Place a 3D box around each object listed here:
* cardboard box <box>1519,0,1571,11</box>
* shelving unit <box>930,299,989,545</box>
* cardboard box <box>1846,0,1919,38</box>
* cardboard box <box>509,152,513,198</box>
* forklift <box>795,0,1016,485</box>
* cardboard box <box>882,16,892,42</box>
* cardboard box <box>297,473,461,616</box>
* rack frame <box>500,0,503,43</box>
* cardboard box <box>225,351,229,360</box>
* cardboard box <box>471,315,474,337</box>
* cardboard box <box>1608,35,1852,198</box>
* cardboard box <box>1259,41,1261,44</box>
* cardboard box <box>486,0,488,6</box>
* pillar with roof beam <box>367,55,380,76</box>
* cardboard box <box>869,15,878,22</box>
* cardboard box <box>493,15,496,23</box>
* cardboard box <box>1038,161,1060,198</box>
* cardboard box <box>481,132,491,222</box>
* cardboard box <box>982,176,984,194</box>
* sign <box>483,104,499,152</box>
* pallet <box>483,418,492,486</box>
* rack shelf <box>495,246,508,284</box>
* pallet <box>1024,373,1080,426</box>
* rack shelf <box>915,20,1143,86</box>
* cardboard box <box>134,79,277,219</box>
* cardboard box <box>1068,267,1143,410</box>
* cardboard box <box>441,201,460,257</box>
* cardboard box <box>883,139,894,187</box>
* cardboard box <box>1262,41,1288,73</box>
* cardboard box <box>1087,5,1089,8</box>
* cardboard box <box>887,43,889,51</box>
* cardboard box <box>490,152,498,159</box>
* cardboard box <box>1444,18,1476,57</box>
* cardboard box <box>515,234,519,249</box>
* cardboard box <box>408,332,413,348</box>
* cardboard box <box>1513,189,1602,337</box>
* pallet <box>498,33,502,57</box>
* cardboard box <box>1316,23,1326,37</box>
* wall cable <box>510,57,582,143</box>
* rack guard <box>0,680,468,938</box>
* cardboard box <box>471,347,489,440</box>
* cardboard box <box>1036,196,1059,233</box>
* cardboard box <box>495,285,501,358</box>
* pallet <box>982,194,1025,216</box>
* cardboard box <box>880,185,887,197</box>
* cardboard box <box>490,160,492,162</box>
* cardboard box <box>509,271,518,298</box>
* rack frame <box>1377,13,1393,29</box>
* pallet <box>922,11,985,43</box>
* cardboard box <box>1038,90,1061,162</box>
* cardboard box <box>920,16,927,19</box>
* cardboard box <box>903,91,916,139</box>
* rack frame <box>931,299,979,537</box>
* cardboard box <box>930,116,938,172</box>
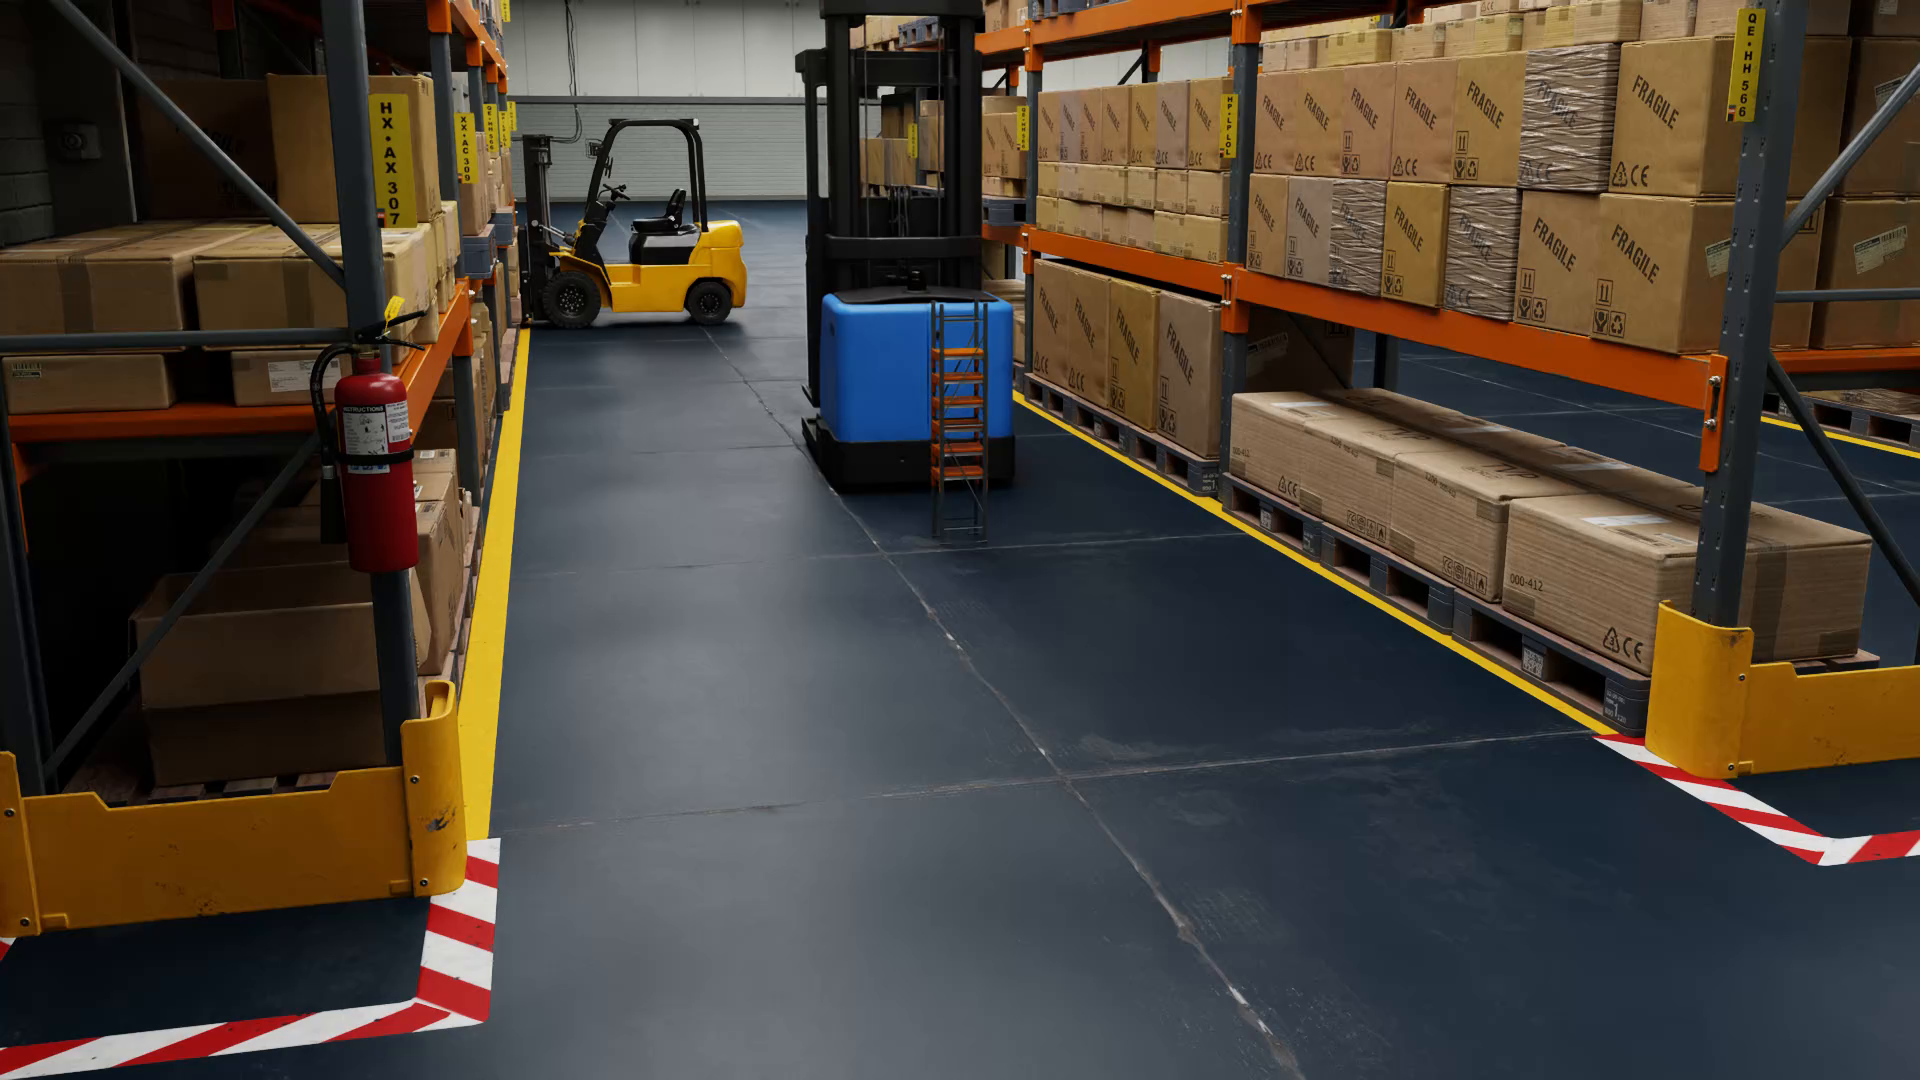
[{"bbox_3d":[5.255,-4.803,14.537,0.500,0.311,0.500,-3,14,-13],"label":"cardboard box"},{"bbox_3d":[-0.003,-0.586,8.298,0.258,1.200,0.189,-3,14,-13],"label":"shelving unit"},{"bbox_3d":[3.069,-1.714,5.438,0.380,0.149,0.250,-3,14,-12],"label":"cardboard box"},{"bbox_3d":[-5.327,-4.130,18.803,0.500,0.500,0.500,-4,14,-14],"label":"cardboard box"},{"bbox_3d":[-0.450,-2.043,10.613,1.130,2.935,3.031,-2,14,-10],"label":"forklift"},{"bbox_3d":[-0.526,-5.386,17.522,0.500,0.250,0.500,-4,14,-14],"label":"cardboard box"},{"bbox_3d":[-2.182,0.047,6.295,0.500,0.500,0.500,-3,14,-12],"label":"cardboard box"},{"bbox_3d":[-5.698,-7.095,18.507,1.000,3.000,0.127,-3,14,-13],"label":"rack frame"},{"bbox_3d":[-2.478,-0.668,5.371,0.380,0.149,0.250,-4,14,-15],"label":"cardboard box"},{"bbox_3d":[-3.326,-1.352,10.658,0.380,0.149,0.250,-3,14,-12],"label":"cardboard box"},{"bbox_3d":[2.539,-1.399,5.518,0.500,0.500,0.500,-3,14,-11],"label":"cardboard box"},{"bbox_3d":[3.801,-6.132,20.318,0.380,0.149,0.250,-3,14,-13],"label":"cardboard box"},{"bbox_3d":[-4.205,-4.609,14.085,0.380,0.149,0.250,-3,14,-13],"label":"cardboard box"},{"bbox_3d":[-2.226,-7.124,18.627,9.100,9.000,0.400,-3,14,-13],"label":"pillar with roof beam"},{"bbox_3d":[-0.796,-5.790,18.336,0.380,0.149,0.250,-3,14,-12],"label":"cardboard box"},{"bbox_3d":[-4.750,-5.143,16.273,0.380,0.149,0.250,-3,14,-11],"label":"cardboard box"},{"bbox_3d":[0.884,-2.652,12.225,0.500,0.250,0.500,-3,14,-14],"label":"cardboard box"},{"bbox_3d":[-3.082,-2.090,9.565,0.700,0.500,0.500,-3,14,-13],"label":"cardboard box"},{"bbox_3d":[0.333,-2.992,13.998,0.380,0.149,0.250,-3,14,-12],"label":"cardboard box"},{"bbox_3d":[-3.294,-2.892,11.670,0.100,0.325,0.005,-3,14,-13],"label":"sign"},{"bbox_3d":[-3.398,-0.525,10.133,1.003,0.211,1.213,-3,14,-13],"label":"pallet"},{"bbox_3d":[-4.289,-2.447,13.639,1.077,0.370,4.000,-3,14,-13],"label":"rack shelf"},{"bbox_3d":[1.116,-1.072,12.371,1.003,0.211,1.213,-3,14,-13],"label":"pallet"},{"bbox_3d":[0.535,-4.182,14.419,1.077,0.370,4.000,-3,14,-13],"label":"rack shelf"},{"bbox_3d":[-2.789,-1.490,6.315,0.500,0.500,0.500,-4,14,-15],"label":"cardboard box"},{"bbox_3d":[1.291,-1.415,11.489,0.875,0.875,0.875,-3,14,-13],"label":"cardboard box"},{"bbox_3d":[-2.523,-1.380,7.446,0.500,0.250,0.500,-3,14,-12],"label":"cardboard box"},{"bbox_3d":[-0.535,-4.055,17.867,0.500,0.500,0.500,-3,14,-12],"label":"cardboard box"},{"bbox_3d":[1.766,-2.452,8.459,0.380,0.149,0.250,-3,14,-14],"label":"cardboard box"},{"bbox_3d":[1.096,-4.030,12.811,0.380,0.149,0.250,-3,14,-13],"label":"cardboard box"},{"bbox_3d":[-0.576,-5.288,17.962,0.380,0.149,0.250,-3,14,-14],"label":"cardboard box"},{"bbox_3d":[-3.996,-3.205,13.649,0.380,0.149,0.250,-4,14,-15],"label":"cardboard box"},{"bbox_3d":[2.208,-2.041,6.777,0.380,0.149,0.250,-3,14,-11],"label":"cardboard box"},{"bbox_3d":[-4.921,-3.095,17.578,0.500,0.250,0.500,-4,14,-14],"label":"cardboard box"},{"bbox_3d":[-2.019,-0.696,5.486,0.380,0.149,0.250,-3,14,-12],"label":"cardboard box"},{"bbox_3d":[2.410,-1.029,6.108,0.500,0.500,0.500,-4,14,-14],"label":"cardboard box"},{"bbox_3d":[-5.557,-5.430,18.200,1.003,0.211,1.213,-3,14,-13],"label":"pallet"},{"bbox_3d":[4.218,-5.723,18.645,0.380,0.149,0.250,-3,14,-12],"label":"cardboard box"},{"bbox_3d":[-12.863,-13.050,49.424,3.097,2.526,0.112,-3,14,-13],"label":"wall cable"},{"bbox_3d":[-1.958,0.707,4.480,1.175,0.500,0.348,-3,14,-13],"label":"rack guard"},{"bbox_3d":[-3.138,-0.884,10.107,0.500,0.500,0.500,-4,14,-15],"label":"cardboard box"},{"bbox_3d":[0.875,-2.413,12.300,0.500,0.250,0.500,-4,14,-14],"label":"cardboard box"},{"bbox_3d":[-4.272,-1.836,13.740,0.875,0.625,0.625,-4,14,-16],"label":"cardboard box"},{"bbox_3d":[0.500,-2.974,14.684,1.003,0.211,1.213,-3,14,-13],"label":"pallet"},{"bbox_3d":[-0.675,-3.823,18.284,0.380,0.149,0.250,-3,14,-13],"label":"cardboard box"},{"bbox_3d":[-3.803,-2.737,12.572,0.500,0.250,0.500,-3,14,-11],"label":"cardboard box"},{"bbox_3d":[-4.572,-2.498,16.187,0.500,0.250,0.500,-3,14,-13],"label":"cardboard box"},{"bbox_3d":[4.853,-6.749,17.091,1.000,3.000,0.127,-3,14,-13],"label":"rack frame"},{"bbox_3d":[0.353,-4.514,14.659,1.213,0.211,1.003,-3,14,-13],"label":"pallet"},{"bbox_3d":[0.883,-3.020,12.149,0.500,0.500,0.500,-4,14,-15],"label":"cardboard box"},{"bbox_3d":[-0.067,-4.850,15.068,0.500,0.250,0.500,-3,14,-14],"label":"cardboard box"},{"bbox_3d":[-0.229,-4.680,18.317,0.700,0.500,0.500,-3,14,-14],"label":"cardboard box"},{"bbox_3d":[-0.025,-0.607,8.385,0.240,1.200,0.006,-3,14,-13],"label":"rack frame"},{"bbox_3d":[0.015,-3.693,15.500,0.500,0.500,0.500,-3,14,-13],"label":"cardboard box"}]
